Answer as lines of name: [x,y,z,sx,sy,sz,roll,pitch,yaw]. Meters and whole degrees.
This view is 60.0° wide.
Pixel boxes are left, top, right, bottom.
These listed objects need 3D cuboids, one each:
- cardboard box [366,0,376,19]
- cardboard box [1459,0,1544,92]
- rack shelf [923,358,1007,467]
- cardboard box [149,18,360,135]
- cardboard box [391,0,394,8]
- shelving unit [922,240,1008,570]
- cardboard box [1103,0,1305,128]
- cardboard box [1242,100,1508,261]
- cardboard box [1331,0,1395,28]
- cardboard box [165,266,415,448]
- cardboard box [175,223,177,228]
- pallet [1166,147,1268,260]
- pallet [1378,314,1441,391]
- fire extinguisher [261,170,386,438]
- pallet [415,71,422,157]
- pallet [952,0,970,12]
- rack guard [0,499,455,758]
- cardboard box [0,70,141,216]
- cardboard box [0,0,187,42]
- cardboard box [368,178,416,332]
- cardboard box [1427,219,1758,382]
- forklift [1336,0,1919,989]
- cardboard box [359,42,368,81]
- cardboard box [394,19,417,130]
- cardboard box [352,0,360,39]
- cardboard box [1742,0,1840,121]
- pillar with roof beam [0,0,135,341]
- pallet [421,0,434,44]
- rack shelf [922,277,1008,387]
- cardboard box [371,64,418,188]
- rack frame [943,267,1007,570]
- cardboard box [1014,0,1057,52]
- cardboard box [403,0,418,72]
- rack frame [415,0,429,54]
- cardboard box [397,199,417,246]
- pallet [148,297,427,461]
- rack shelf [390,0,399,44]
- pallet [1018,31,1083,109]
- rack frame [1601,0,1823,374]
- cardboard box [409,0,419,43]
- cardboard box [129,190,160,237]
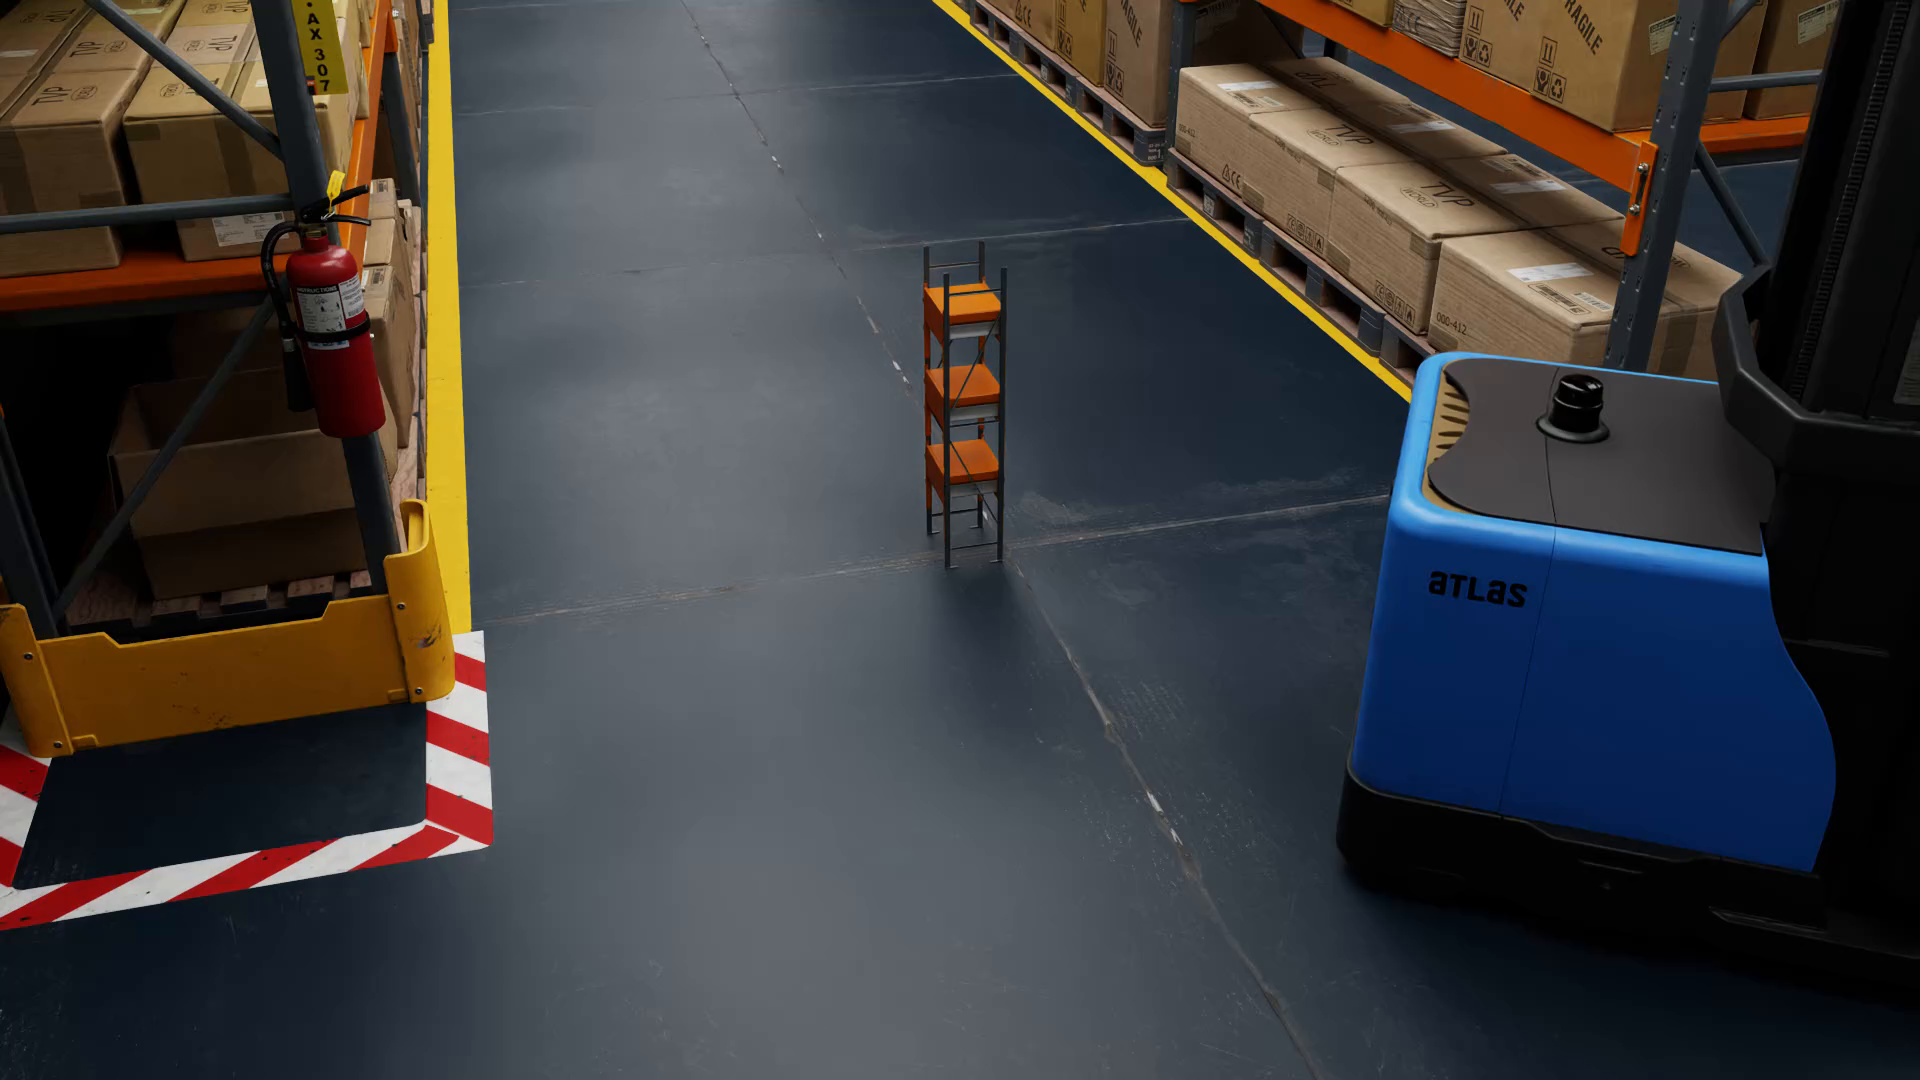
cardboard box: [-2.642,-2.257,6.906,0.380,0.149,0.250,-7,31,-12]
cardboard box: [2.192,-1.947,6.019,0.500,0.500,0.500,-8,31,-14]
rack shelf: [0.014,-0.419,5.448,0.215,0.259,0.240,-8,31,-13]
cardboard box: [-2.086,-1.362,4.961,0.500,0.250,0.500,-8,31,-13]
cardboard box: [-3.514,-3.195,9.704,0.380,0.149,0.250,-9,31,-16]
shelving unit: [0.014,-0.429,5.442,0.215,1.050,0.252,-8,31,-13]
cardboard box: [1.390,-2.944,9.544,0.875,0.875,0.875,-7,31,-12]
cardboard box: [1.933,-1.716,7.859,0.875,0.438,0.875,-9,31,-15]
cardboard box: [1.896,-2.441,6.874,0.500,0.500,0.500,-7,31,-12]
cardboard box: [-2.351,-0.625,5.912,0.700,0.500,0.500,-7,31,-11]
cardboard box: [-2.026,-1.003,4.739,0.380,0.149,0.250,-7,31,-12]
pallet: [1.758,-1.809,8.664,1.003,0.211,1.213,-8,31,-13]
pallet: [2.406,-0.630,6.628,1.003,0.211,1.213,-8,31,-13]
fire extinguisher: [-1.606,-0.595,4.233,0.296,0.674,0.183,-8,31,-13]
pallet: [-3.732,-2.503,9.863,1.003,0.211,1.213,-8,31,-13]
pallet: [0.364,-4.496,13.307,1.003,0.211,1.213,-8,31,-13]
rack guard: [-2.111,0.246,4.826,1.175,0.500,0.348,-8,31,-13]
cardboard box: [-2.469,-1.050,4.423,0.500,0.250,0.500,-7,31,-12]
cardboard box: [-2.732,-1.539,5.268,0.500,0.250,0.500,-7,31,-12]
cardboard box: [-2.627,-1.127,6.778,0.700,0.500,0.500,-9,31,-15]
cardboard box: [2.422,-0.839,6.344,0.875,0.438,0.875,-9,31,-15]
forklift: [2.539,-0.410,3.533,3.031,2.935,1.130,9,31,15]
cardboard box: [-2.297,-1.639,5.838,0.380,0.149,0.250,-7,31,-12]
cardboard box: [-3.343,-2.592,9.310,0.500,0.500,0.500,-9,31,-15]
cardboard box: [-2.380,-1.850,5.805,0.500,0.250,0.500,-9,31,-15]
cardboard box: [2.843,-1.774,5.722,0.500,0.500,0.500,-8,31,-14]
pillar with roof beam: [0.314,-5.444,6.173,9.100,9.000,0.400,-8,31,-13]
pallet: [-4.395,-3.859,12.207,1.003,0.211,1.213,-8,31,-13]
rack shelf: [0.014,-0.665,5.306,0.215,0.259,0.240,-8,31,-13]
cardboard box: [-3.064,-2.095,8.451,0.500,0.500,0.500,-7,31,-11]
rack frame: [0.047,-0.370,5.341,0.200,1.050,0.008,-8,31,-13]
cardboard box: [0.906,-3.811,11.042,0.875,0.875,0.875,-7,31,-13]
cardboard box: [-3.631,-3.092,10.174,0.500,0.500,0.500,-7,31,-11]
rack frame: [-4.214,-4.663,10.812,1.000,3.000,0.127,-8,31,-13]
cardboard box: [-2.722,-1.449,7.686,0.380,0.149,0.250,-9,31,-15]
pallet: [-2.644,-0.602,6.580,1.003,0.211,1.213,-8,31,-13]
rack shelf: [-3.684,-3.386,9.324,1.077,0.370,4.000,-8,31,-13]
pallet: [1.027,-3.139,10.963,1.003,0.211,1.213,-8,31,-13]
rack frame: [2.694,-1.461,5.280,1.000,3.000,0.127,-8,31,-13]
cardboard box: [-3.895,-3.587,11.030,0.500,0.500,0.500,-7,31,-12]
cardboard box: [-2.446,-0.946,4.640,0.380,0.149,0.250,-7,31,-12]
